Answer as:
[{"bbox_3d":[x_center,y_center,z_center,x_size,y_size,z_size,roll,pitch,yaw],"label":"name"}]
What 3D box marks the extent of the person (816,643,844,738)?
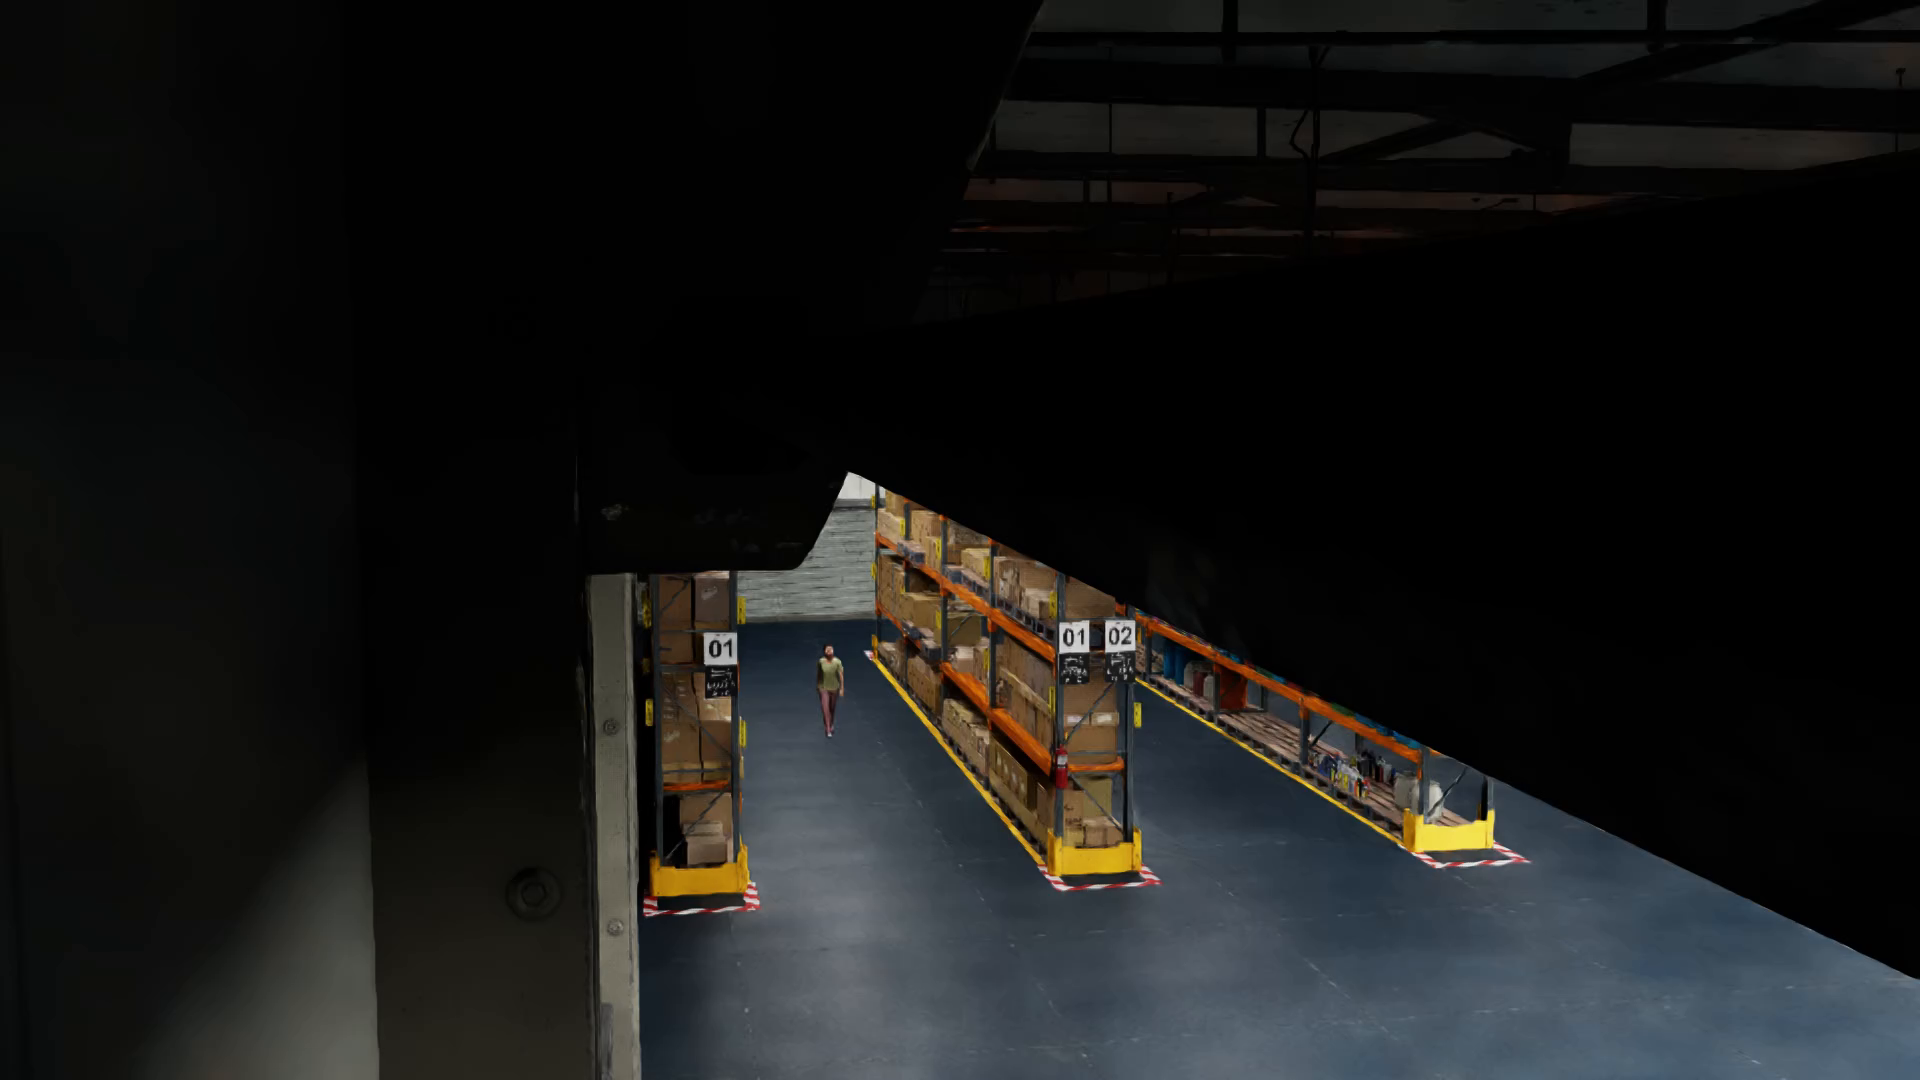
[{"bbox_3d":[-2.237,2.571,28.791,0.456,1.612,1.019,-1,6,-12],"label":"person"}]
